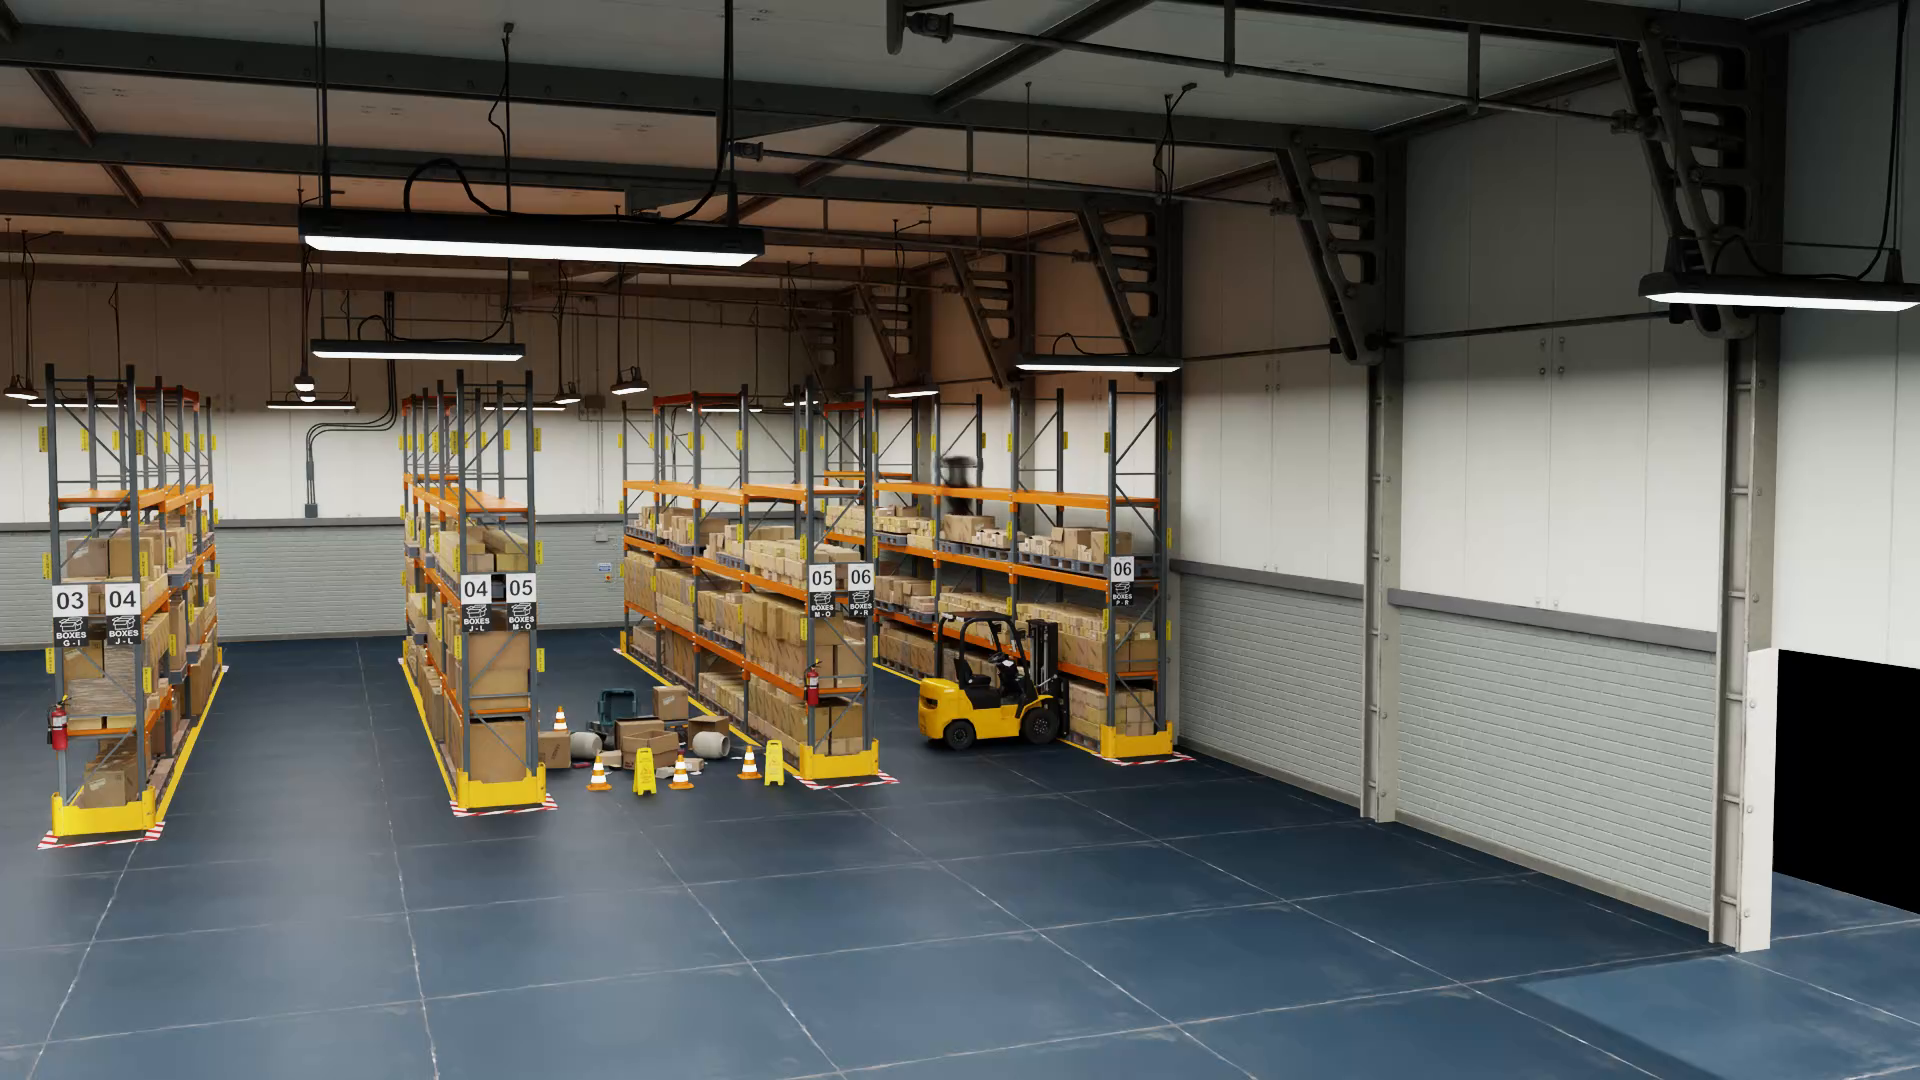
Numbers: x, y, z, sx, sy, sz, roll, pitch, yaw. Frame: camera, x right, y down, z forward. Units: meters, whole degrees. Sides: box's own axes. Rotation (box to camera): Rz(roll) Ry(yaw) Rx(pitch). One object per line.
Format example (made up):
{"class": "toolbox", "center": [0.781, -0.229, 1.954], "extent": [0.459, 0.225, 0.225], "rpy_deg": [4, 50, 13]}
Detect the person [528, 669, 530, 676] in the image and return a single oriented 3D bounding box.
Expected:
{"class": "person", "center": [-9.362, 2.234, 35.463], "extent": [0.585, 1.434, 1.098], "rpy_deg": [0, 3, 2]}
